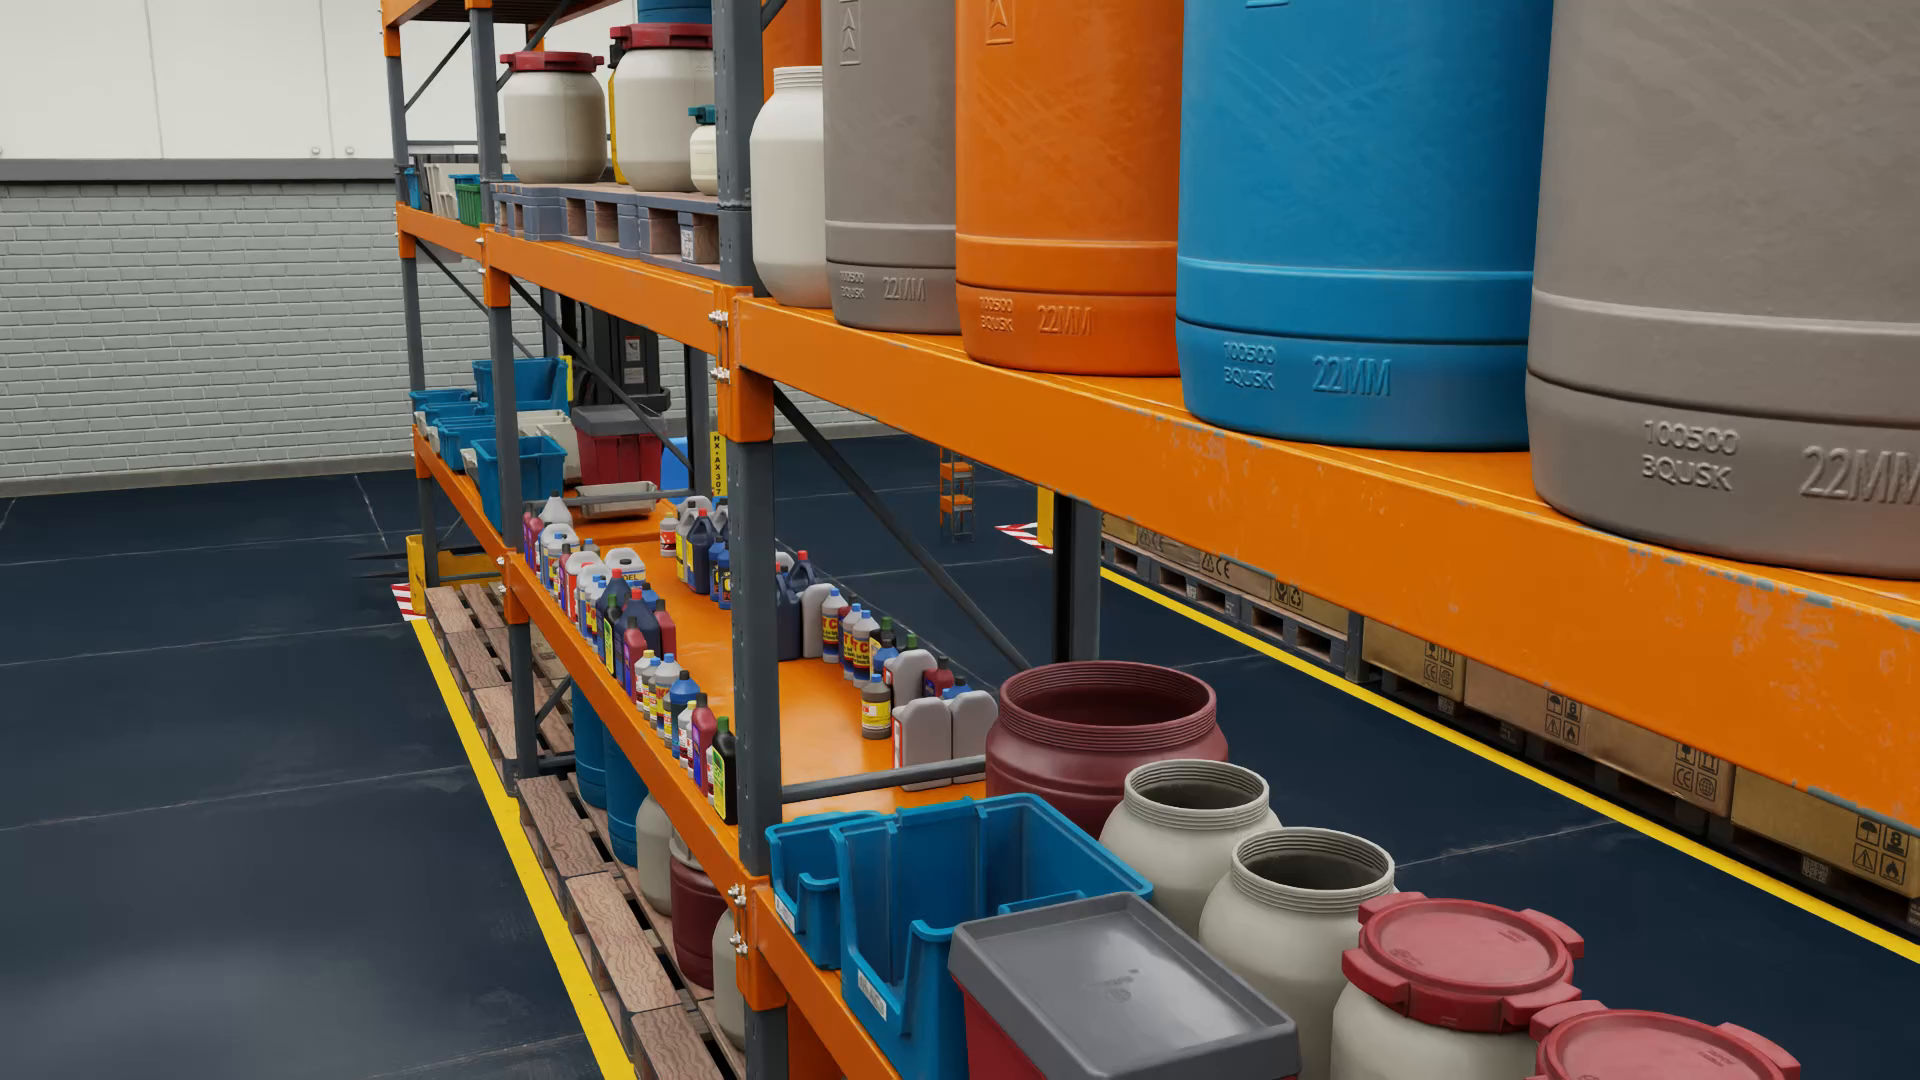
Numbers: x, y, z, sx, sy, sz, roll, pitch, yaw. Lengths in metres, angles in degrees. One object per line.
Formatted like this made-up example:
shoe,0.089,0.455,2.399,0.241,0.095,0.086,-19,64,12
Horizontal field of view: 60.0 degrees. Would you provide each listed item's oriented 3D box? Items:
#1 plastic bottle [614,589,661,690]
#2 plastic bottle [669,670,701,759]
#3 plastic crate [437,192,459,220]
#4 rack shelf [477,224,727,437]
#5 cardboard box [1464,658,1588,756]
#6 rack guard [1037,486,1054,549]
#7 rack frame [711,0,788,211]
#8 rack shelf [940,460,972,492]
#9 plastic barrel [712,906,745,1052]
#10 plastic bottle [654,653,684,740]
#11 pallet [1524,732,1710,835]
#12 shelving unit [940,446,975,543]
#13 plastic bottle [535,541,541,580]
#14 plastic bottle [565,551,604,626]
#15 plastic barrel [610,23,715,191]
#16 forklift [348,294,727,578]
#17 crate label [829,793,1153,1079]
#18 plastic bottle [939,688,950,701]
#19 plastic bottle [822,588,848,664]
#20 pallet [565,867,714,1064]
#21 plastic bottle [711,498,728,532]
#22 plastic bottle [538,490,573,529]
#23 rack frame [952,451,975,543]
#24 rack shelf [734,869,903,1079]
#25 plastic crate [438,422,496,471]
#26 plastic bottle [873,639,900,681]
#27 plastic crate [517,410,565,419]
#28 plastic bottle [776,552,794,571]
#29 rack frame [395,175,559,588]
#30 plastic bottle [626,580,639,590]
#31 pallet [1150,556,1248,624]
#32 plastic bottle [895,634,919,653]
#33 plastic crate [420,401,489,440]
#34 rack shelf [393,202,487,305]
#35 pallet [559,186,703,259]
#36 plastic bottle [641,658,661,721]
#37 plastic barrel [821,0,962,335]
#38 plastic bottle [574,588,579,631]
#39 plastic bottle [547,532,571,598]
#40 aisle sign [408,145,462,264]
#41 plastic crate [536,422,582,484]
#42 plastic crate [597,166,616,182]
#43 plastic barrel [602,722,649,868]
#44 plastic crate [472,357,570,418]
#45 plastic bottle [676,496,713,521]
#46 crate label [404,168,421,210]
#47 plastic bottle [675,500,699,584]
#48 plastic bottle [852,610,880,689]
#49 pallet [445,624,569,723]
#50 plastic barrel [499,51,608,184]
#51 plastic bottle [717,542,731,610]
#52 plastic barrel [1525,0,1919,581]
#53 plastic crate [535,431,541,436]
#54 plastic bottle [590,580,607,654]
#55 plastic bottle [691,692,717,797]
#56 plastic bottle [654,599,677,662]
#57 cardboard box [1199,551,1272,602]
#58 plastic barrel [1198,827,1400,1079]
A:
plastic bottle,-1.136,0.341,5.854,0.144,0.351,0.185,-6,14,-23
plastic bottle,-0.853,0.539,5.174,0.097,0.271,0.097,0,13,0
plastic crate,-2.561,-1.753,8.724,0.293,0.136,0.466,-6,14,-23
rack shelf,-0.901,-0.889,6.003,1.077,0.370,4.000,-6,14,-23
cardboard box,3.469,0.506,8.810,1.225,0.875,0.875,-6,14,-25
rack guard,1.224,-0.253,13.853,1.175,0.500,0.348,-6,14,-23
rack frame,-0.100,-2.288,3.799,1.000,3.000,0.127,-6,14,-23
rack shelf,-0.021,-0.512,13.802,0.215,0.259,0.240,-6,14,-23
plastic barrel,-0.620,1.434,5.608,0.421,0.512,0.421,0,13,0
plastic bottle,-0.931,0.499,5.348,0.097,0.271,0.097,0,13,0
pallet,3.707,1.124,8.543,1.003,0.211,1.213,-6,14,-23
shelving unit,-0.021,-0.523,13.799,0.215,1.050,0.252,-6,14,-23
plastic bottle,-1.830,0.069,7.359,0.097,0.201,0.097,0,13,0
plastic bottle,-1.495,0.190,6.671,0.152,0.276,0.135,-6,14,-23
plastic barrel,-0.948,-1.450,5.598,0.433,0.535,0.433,0,13,0
forklift,-3.034,-1.164,12.399,3.031,2.935,1.130,-6,14,-25
crate label,0.050,0.847,3.479,0.502,0.435,0.616,-6,14,-23
plastic bottle,-0.038,0.566,5.211,0.097,0.201,0.097,0,13,0
plastic bottle,-0.461,0.314,6.147,0.097,0.271,0.097,0,13,0
pallet,-0.939,1.582,6.565,1.003,0.211,1.213,-6,14,-23
plastic bottle,-1.034,-0.007,7.359,0.144,0.351,0.185,-6,14,-23
plastic bottle,-1.842,-0.057,7.575,0.144,0.351,0.185,-6,14,-23
rack frame,0.027,-0.497,13.690,0.200,1.050,0.008,-6,14,-23
rack shelf,0.701,1.398,2.771,1.077,0.370,4.000,-6,14,-23
plastic crate,-2.860,-0.551,9.836,0.416,0.233,0.300,-6,14,-23
plastic bottle,-0.240,0.462,5.506,0.097,0.271,0.097,0,13,0
plastic crate,-2.812,-0.767,10.982,0.396,0.136,0.243,-6,14,-23
plastic bottle,-0.753,0.176,6.731,0.152,0.276,0.135,-6,14,-23
rack frame,-3.305,-1.018,11.616,1.000,3.000,0.127,-6,14,-23
plastic bottle,-1.295,0.259,6.538,0.097,0.201,0.097,0,13,0
pallet,2.110,0.303,12.093,1.003,0.211,1.213,-6,14,-23
plastic bottle,-0.174,0.446,5.551,0.061,0.283,0.133,-6,14,-23
plastic crate,-3.244,-0.749,10.692,0.416,0.233,0.300,-6,14,-23
rack shelf,-2.504,-1.716,9.574,1.077,0.370,4.000,-6,14,-23
pallet,-0.842,-1.174,6.056,1.003,0.211,1.213,-6,14,-23
plastic bottle,-1.009,0.493,5.530,0.097,0.201,0.097,0,13,0
plastic barrel,0.030,-0.882,3.263,0.600,0.901,0.600,0,13,0
plastic bottle,-1.474,0.253,6.566,0.097,0.201,0.097,0,13,0
plastic bottle,-1.698,0.103,7.058,0.097,0.271,0.097,0,13,0
aisle sign,-3.606,-2.273,11.272,0.394,0.787,0.004,-6,14,-23
plastic crate,-2.145,-0.495,9.487,0.437,0.282,0.530,-6,14,-23
plastic crate,-1.949,-1.871,8.938,0.497,0.269,0.590,-6,14,-23
plastic barrel,-1.216,0.886,7.111,0.600,0.901,0.708,-6,14,-23
plastic crate,-2.999,-1.012,11.380,0.616,0.435,0.499,-6,14,-23
plastic bottle,-1.248,-0.079,7.834,0.152,0.276,0.135,-6,14,-23
crate label,-3.231,-2.187,10.345,0.408,0.251,0.502,-6,14,-23
plastic bottle,-1.166,0.006,7.302,0.144,0.351,0.185,-6,14,-23
plastic bottle,-0.330,0.382,5.854,0.097,0.271,0.097,0,13,0
pallet,-2.525,0.766,10.092,1.003,0.211,1.213,-6,14,-23
plastic barrel,-1.721,-1.793,7.077,0.433,0.535,0.433,0,13,0
plastic bottle,-0.953,0.146,6.873,0.097,0.271,0.097,0,13,0
plastic barrel,0.838,-0.465,1.463,0.600,0.901,0.600,0,13,0
plastic crate,-2.440,-0.591,10.222,0.298,0.136,0.250,-6,14,-23
plastic bottle,-1.342,0.287,6.264,0.097,0.271,0.097,0,13,0
plastic bottle,-0.745,0.599,4.889,0.061,0.283,0.133,-6,14,-23
plastic bottle,-1.053,0.359,5.924,0.061,0.283,0.133,-6,14,-23
cardboard box,2.284,-0.138,11.595,0.875,0.875,0.875,-6,14,-23
plastic barrel,0.676,0.860,3.252,0.421,0.512,0.421,0,13,0
